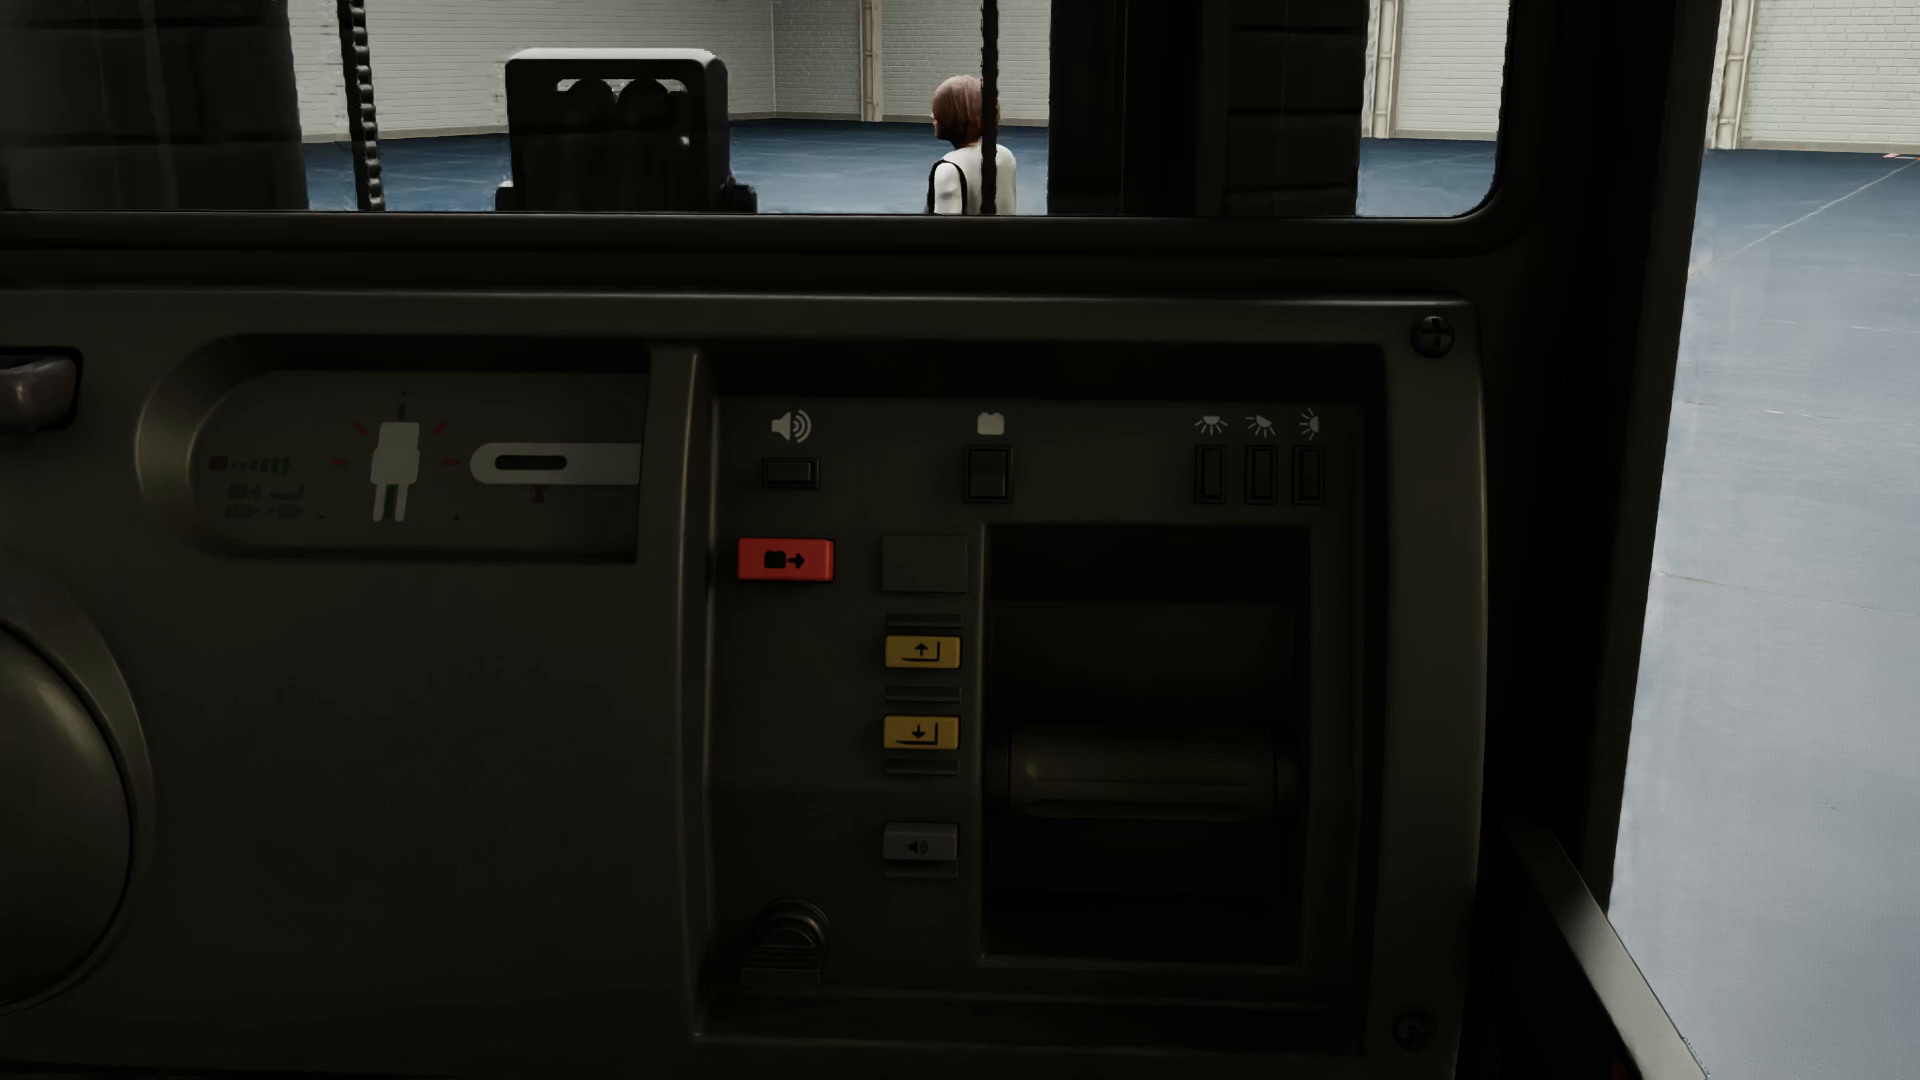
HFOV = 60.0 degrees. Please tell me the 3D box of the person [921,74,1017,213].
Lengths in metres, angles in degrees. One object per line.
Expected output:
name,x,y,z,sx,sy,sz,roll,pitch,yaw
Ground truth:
person,-0.053,-0.788,5.769,0.473,1.599,0.520,11,20,33
